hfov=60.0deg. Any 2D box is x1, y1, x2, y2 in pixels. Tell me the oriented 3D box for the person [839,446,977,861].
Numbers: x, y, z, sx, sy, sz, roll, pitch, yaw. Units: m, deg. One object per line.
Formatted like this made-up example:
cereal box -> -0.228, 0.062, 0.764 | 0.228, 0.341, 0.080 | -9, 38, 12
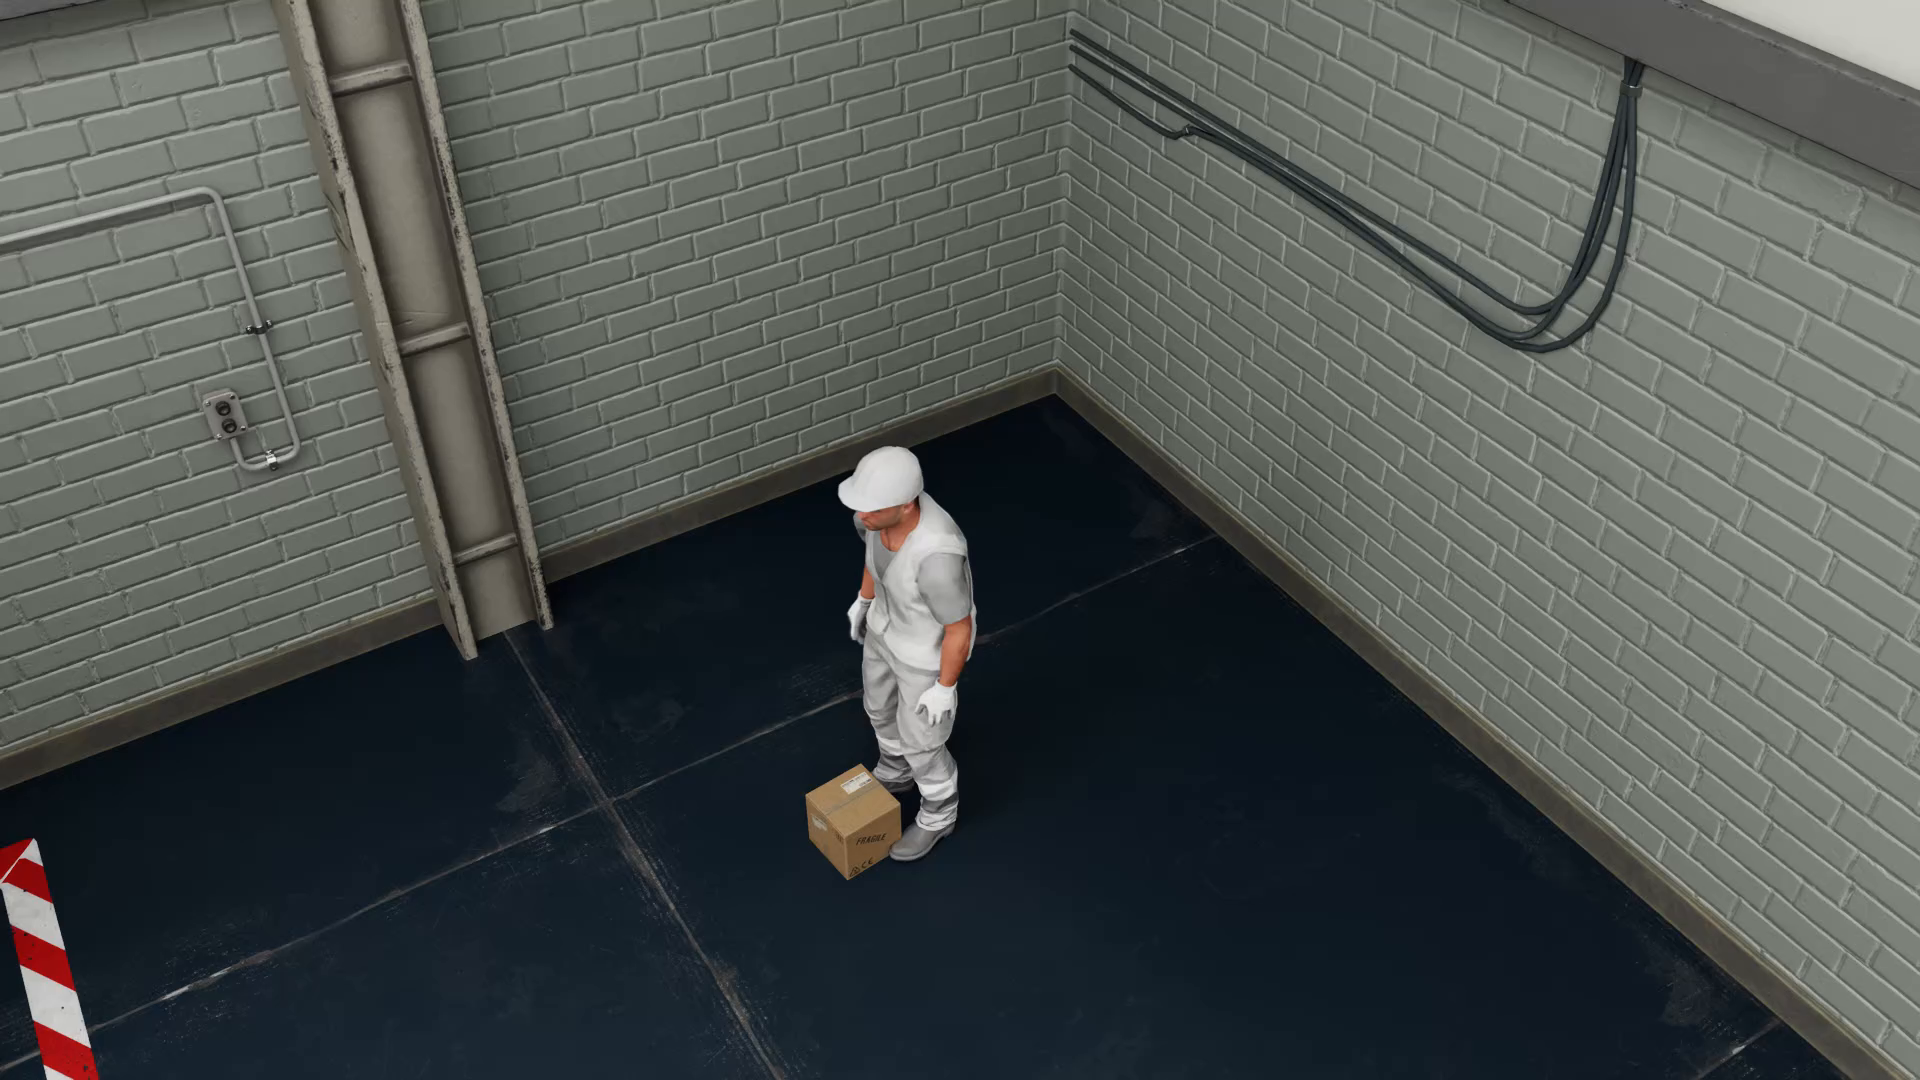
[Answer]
person -> -0.191, 0.371, 5.710 | 0.451, 1.778, 0.603 | -23, 46, -25
